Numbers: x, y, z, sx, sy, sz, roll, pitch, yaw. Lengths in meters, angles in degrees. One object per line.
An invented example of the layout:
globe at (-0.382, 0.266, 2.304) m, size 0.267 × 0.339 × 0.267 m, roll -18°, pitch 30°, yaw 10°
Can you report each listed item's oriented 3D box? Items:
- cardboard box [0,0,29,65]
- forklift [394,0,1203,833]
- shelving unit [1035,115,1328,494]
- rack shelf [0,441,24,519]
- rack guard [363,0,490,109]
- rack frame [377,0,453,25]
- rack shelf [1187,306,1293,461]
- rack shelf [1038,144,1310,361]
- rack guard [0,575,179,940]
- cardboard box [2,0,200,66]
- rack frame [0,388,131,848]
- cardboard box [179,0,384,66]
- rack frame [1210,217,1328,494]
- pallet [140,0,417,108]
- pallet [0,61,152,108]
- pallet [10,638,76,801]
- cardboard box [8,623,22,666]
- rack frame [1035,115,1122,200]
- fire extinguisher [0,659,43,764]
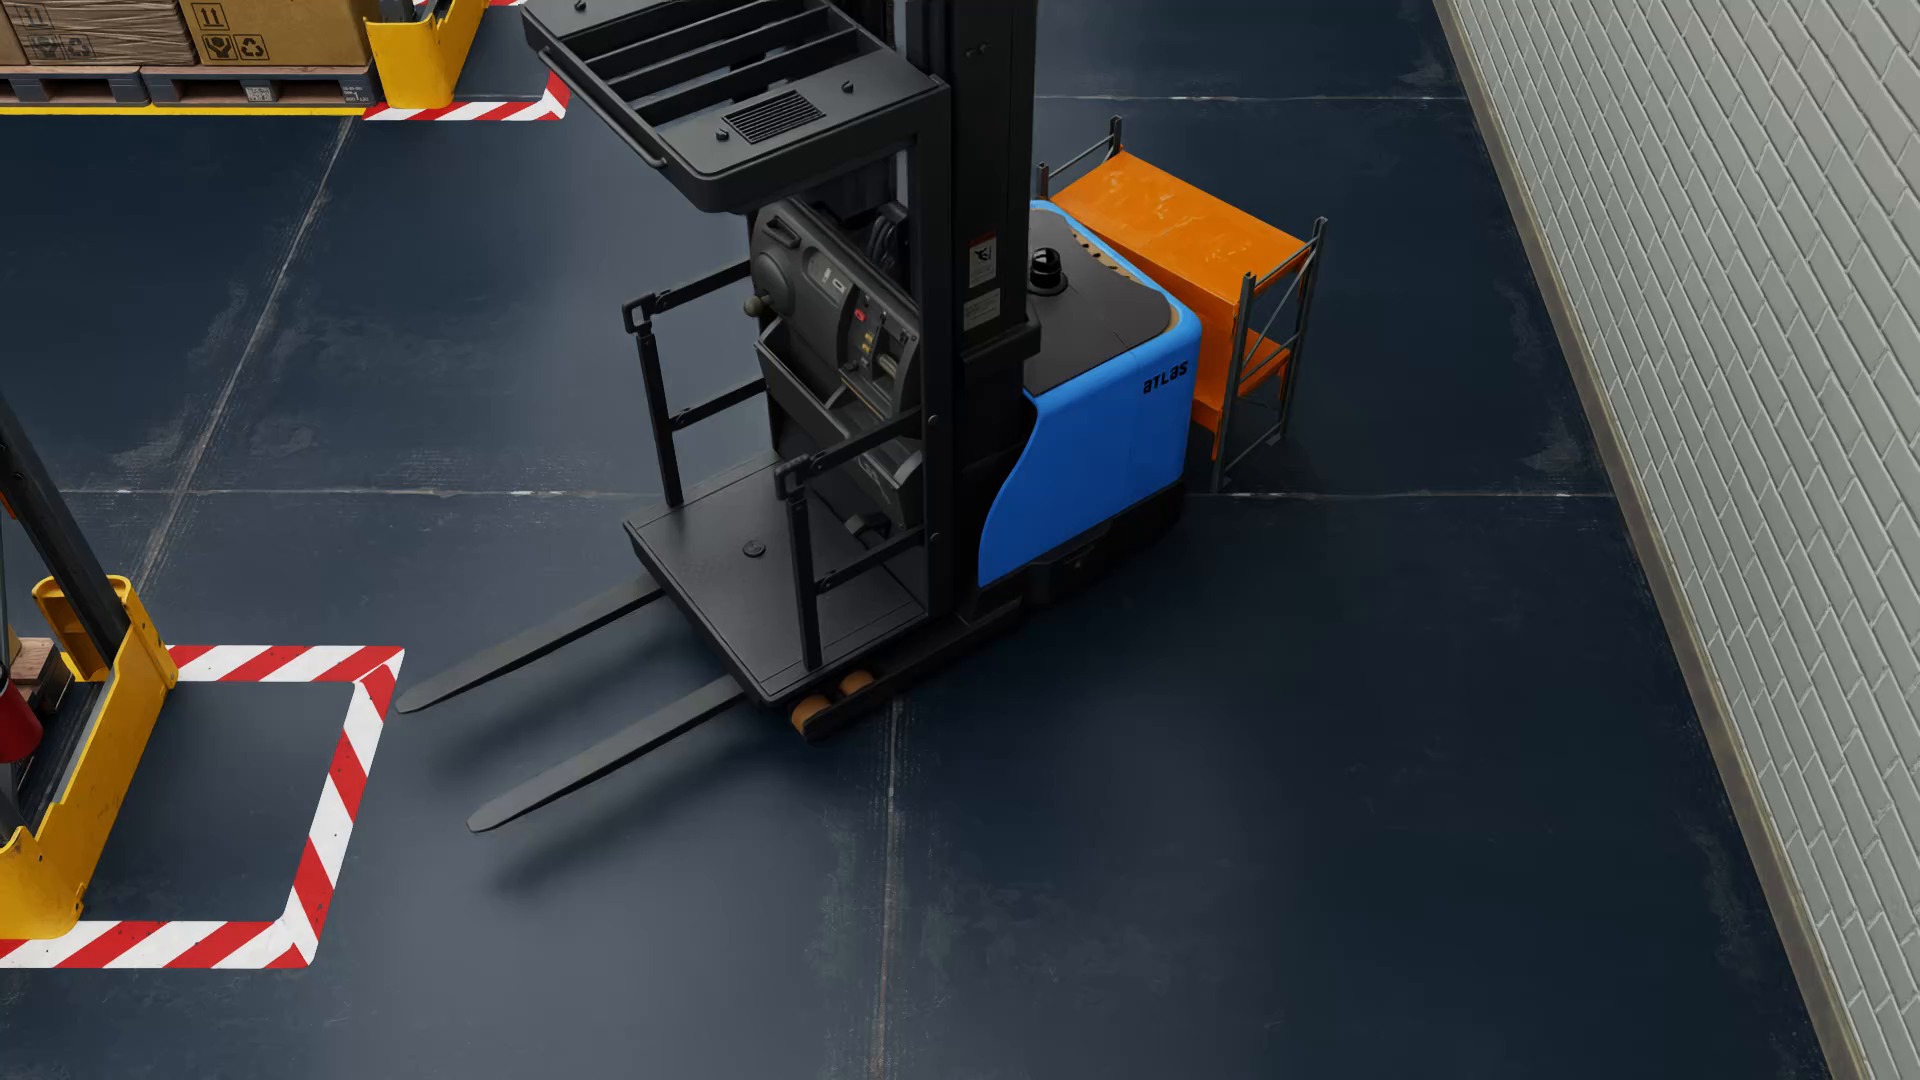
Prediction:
cardboard box at (-5.367, -3.124, 8.773) m, size 0.875 × 0.875 × 0.875 m, roll 0°, pitch 47°, yaw 0°
forklift at (-0.592, -0.717, 5.415) m, size 3.031 × 2.935 × 1.130 m, roll -28°, pitch 53°, yaw -24°
shelving unit at (0.855, -0.971, 6.885) m, size 1.048 × 1.125 × 0.538 m, roll 35°, pitch 56°, yaw 28°
rack shelf at (-5.046, 0.114, 5.086) m, size 4.000 × 0.370 × 1.077 m, roll 0°, pitch 47°, yaw 0°
rack guard at (-2.903, -2.905, 9.112) m, size 0.348 × 0.500 × 1.175 m, roll 0°, pitch 47°, yaw 0°
rack frame at (-2.927, -3.756, 8.197) m, size 0.127 × 3.000 × 1.000 m, roll 0°, pitch 47°, yaw 0°
rack shelf at (0.855, -0.804, 7.064) m, size 1.000 × 0.278 × 0.538 m, roll 35°, pitch 56°, yaw 28°
rack shelf at (0.855, -1.170, 6.671) m, size 1.000 × 0.278 × 0.538 m, roll 35°, pitch 56°, yaw 28°
rack guard at (-3.122, 0.725, 5.733) m, size 0.348 × 0.500 × 1.175 m, roll 0°, pitch 47°, yaw 0°
cardboard box at (-4.477, -3.121, 8.771) m, size 0.875 × 0.875 × 0.875 m, roll 0°, pitch 47°, yaw 0°
rack frame at (-3.046, -0.126, 4.818) m, size 0.127 × 3.000 × 1.000 m, roll 0°, pitch 47°, yaw 0°
cardboard box at (-3.567, -3.119, 8.768) m, size 0.875 × 0.875 × 0.875 m, roll 0°, pitch 47°, yaw 0°
rack frame at (1.225, -0.715, 6.647) m, size 0.032 × 1.125 × 0.500 m, roll 35°, pitch 56°, yaw 28°
pallet at (-3.727, -2.751, 9.167) m, size 1.213 × 0.211 × 1.003 m, roll 0°, pitch 47°, yaw 0°
pallet at (-4.944, -2.757, 9.172) m, size 1.213 × 0.211 × 1.003 m, roll 0°, pitch 47°, yaw 0°
pallet at (-3.935, 0.796, 5.865) m, size 1.213 × 0.211 × 1.003 m, roll 0°, pitch 47°, yaw 0°
cardboard box at (-3.569, 0.466, 5.927) m, size 0.250 × 0.149 × 0.380 m, roll 1°, pitch 47°, yaw 1°
rack frame at (0.485, -1.226, 7.122) m, size 0.032 × 1.125 × 0.500 m, roll 35°, pitch 56°, yaw 28°
fire extinguisher at (-2.796, 0.366, 4.668) m, size 0.183 × 0.674 × 0.296 m, roll 0°, pitch 47°, yaw 0°
